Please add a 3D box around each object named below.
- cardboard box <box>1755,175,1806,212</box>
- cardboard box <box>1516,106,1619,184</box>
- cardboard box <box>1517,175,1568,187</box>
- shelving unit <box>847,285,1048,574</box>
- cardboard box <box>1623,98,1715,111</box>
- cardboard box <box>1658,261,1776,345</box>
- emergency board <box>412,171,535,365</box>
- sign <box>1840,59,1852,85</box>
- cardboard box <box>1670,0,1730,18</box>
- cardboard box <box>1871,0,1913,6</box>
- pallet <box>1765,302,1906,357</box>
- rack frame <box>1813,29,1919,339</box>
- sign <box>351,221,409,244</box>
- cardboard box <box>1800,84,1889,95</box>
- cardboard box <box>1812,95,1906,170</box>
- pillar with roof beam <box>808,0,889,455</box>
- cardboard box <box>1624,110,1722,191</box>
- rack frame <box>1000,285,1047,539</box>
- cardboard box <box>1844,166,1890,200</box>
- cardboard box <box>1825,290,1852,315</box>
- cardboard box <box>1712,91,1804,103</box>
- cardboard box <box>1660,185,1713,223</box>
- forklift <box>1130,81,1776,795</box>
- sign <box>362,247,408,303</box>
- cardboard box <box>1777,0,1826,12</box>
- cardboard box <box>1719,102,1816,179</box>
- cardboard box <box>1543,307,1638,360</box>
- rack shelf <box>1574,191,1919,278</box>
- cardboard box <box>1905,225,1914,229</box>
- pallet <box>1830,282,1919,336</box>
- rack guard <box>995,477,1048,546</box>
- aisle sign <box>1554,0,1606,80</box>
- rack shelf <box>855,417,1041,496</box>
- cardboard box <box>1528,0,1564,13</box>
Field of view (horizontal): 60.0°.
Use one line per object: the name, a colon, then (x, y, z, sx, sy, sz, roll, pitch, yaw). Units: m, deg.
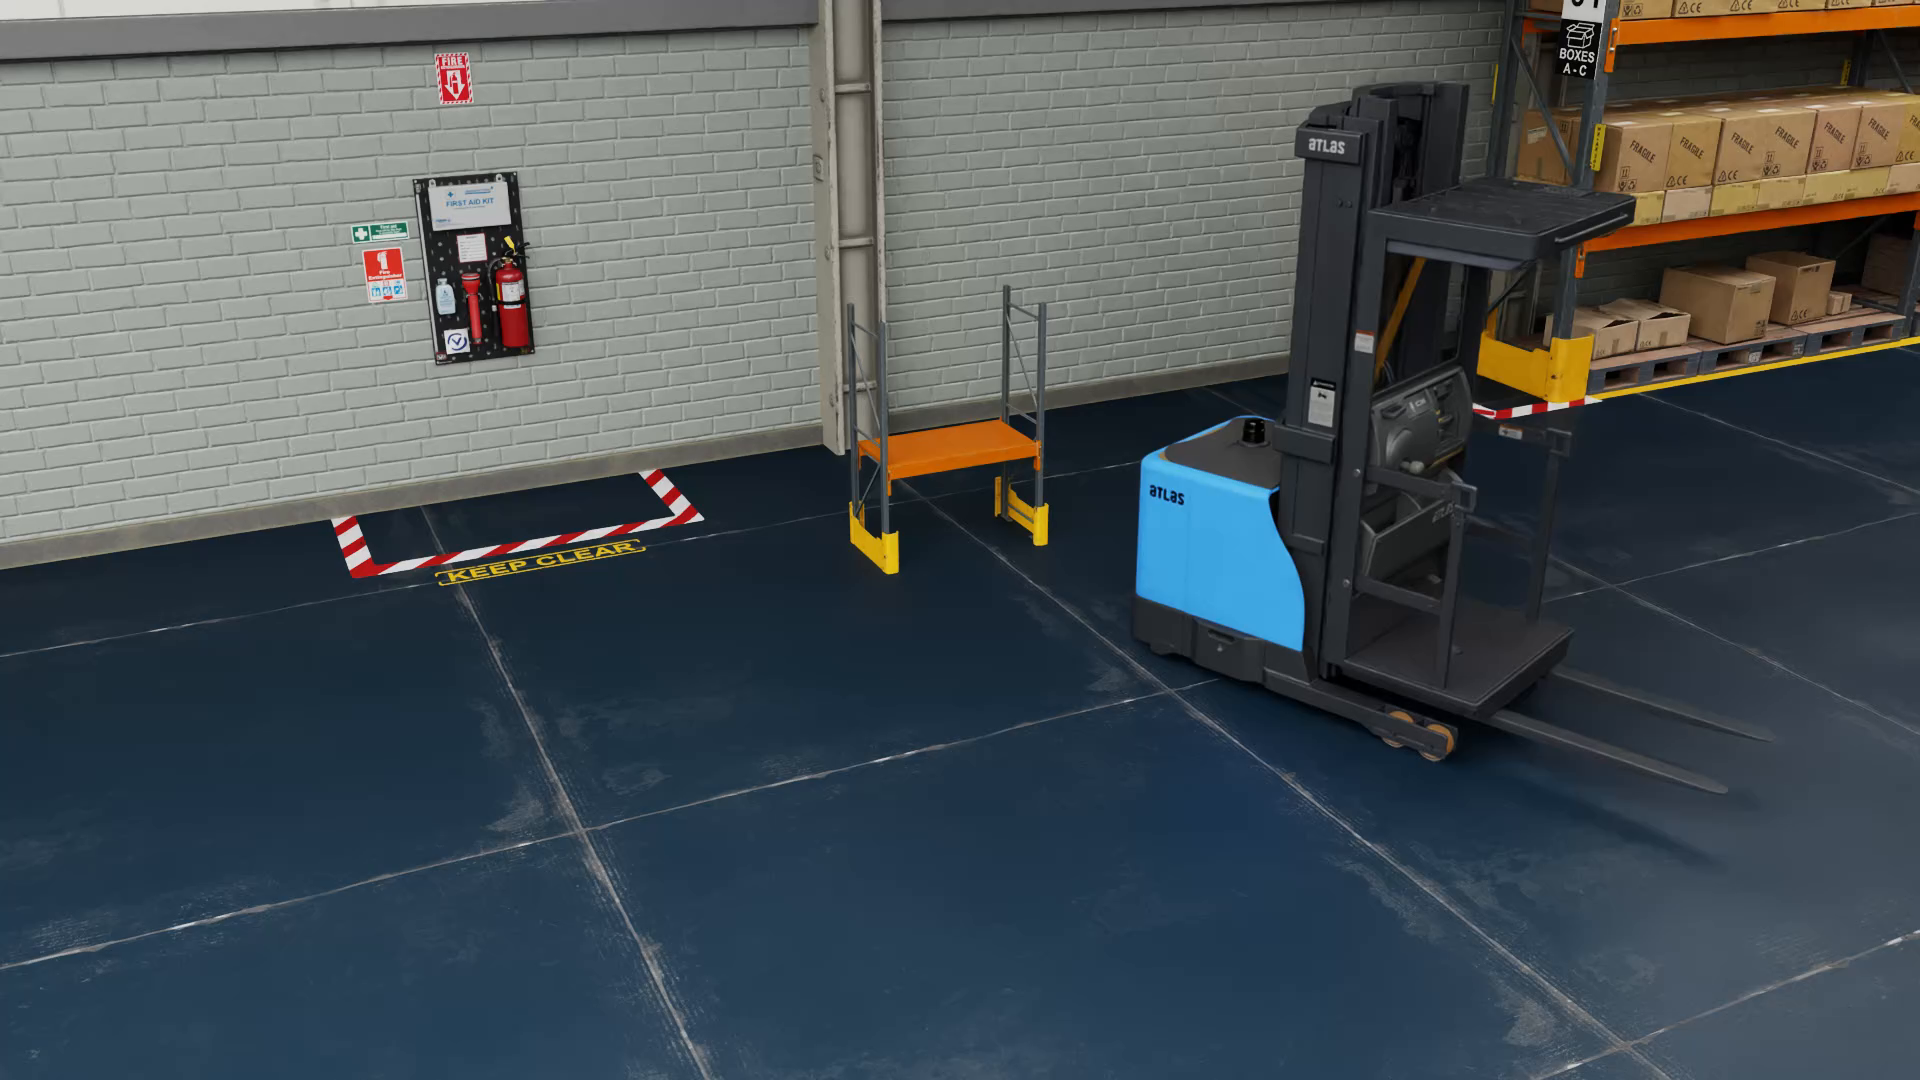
cardboard box: (6.360, -2.815, 13.299, 0.500, 0.250, 0.500, -10, 25, -23)
cardboard box: (4.736, -3.085, 12.970, 0.500, 0.500, 0.500, -11, 25, -24)
cardboard box: (4.740, -2.731, 13.097, 0.500, 0.250, 0.500, -10, 25, -23)
shelving unit: (-0.069, -0.680, 9.933, 1.083, 1.500, 0.587, -10, 25, -24)
cardboard box: (5.658, -3.252, 13.375, 0.500, 0.500, 0.500, -11, 25, -25)
cardboard box: (6.262, -1.978, 13.800, 0.500, 0.500, 0.700, -12, 25, -27)
emergency board: (-2.991, -1.669, 10.361, 0.643, 1.169, 0.194, -10, 25, -24)
sign: (7.764, -4.036, 14.565, 0.005, 0.325, 0.100, -10, 25, -24)
cardboard box: (5.312, -4.135, 12.238, 0.500, 0.500, 0.500, -9, 24, -20)
cardboard box: (7.198, -4.504, 13.129, 0.500, 0.500, 0.500, -13, 26, -28)
pallet: (7.418, -1.899, 14.561, 1.213, 0.211, 1.003, -10, 25, -24)
rack frame: (8.008, -3.311, 14.326, 0.127, 3.000, 1.000, -10, 25, -24)
sign: (-3.526, -1.872, 10.111, 0.331, 0.109, 0.001, -10, 25, -24)
cardboard box: (7.493, -3.591, 14.193, 0.500, 0.500, 0.500, -11, 25, -25)
cardboard box: (7.268, -3.327, 13.556, 0.500, 0.500, 0.500, -11, 25, -24)
pillar with roof beam: (1.120, -3.354, 6.588, 0.400, 9.000, 9.100, -10, 25, -24)
cardboard box: (5.413, -2.988, 12.735, 0.500, 0.500, 0.500, -10, 25, -23)
rack frame: (0.381, -0.763, 10.133, 0.032, 1.500, 0.500, -10, 25, -24)
cardboard box: (7.260, -2.988, 13.716, 0.500, 0.250, 0.500, -10, 25, -23)
cardboard box: (7.538, -2.106, 14.544, 0.250, 0.166, 0.380, -14, 26, -30)
cardboard box: (6.574, -3.426, 13.794, 0.500, 0.500, 0.500, -10, 24, -22)
cardboard box: (5.442, -2.650, 12.899, 0.500, 0.250, 0.500, -11, 25, -25)
forklift: (2.342, -0.550, 7.747, 3.031, 2.935, 1.130, 19, 29, 38)
sign: (-3.534, -1.630, 10.218, 0.234, 0.329, 0.001, -10, 25, -24)
cardboard box: (6.252, -4.318, 12.682, 0.500, 0.500, 0.500, -9, 24, -20)
cardboard box: (6.342, -3.161, 13.154, 0.500, 0.500, 0.500, -10, 24, -22)
cardboard box: (5.066, -1.692, 13.356, 0.500, 0.311, 0.500, -14, 26, -30)
rack shelf: (6.205, -2.647, 13.662, 4.000, 0.370, 1.077, -10, 25, -24)
cardboard box: (9.107, -2.590, 15.278, 0.500, 0.500, 0.700, -11, 25, -25)
pallet: (8.708, -2.152, 15.173, 1.213, 0.211, 1.003, -10, 25, -24)
rack guard: (0.380, -0.185, 10.371, 0.087, 0.250, 0.587, -10, 25, -24)
aisle sign: (4.469, -3.733, 11.947, 0.004, 0.787, 0.394, -10, 25, -24)
rack shelf: (-0.077, -0.513, 9.998, 1.000, 0.185, 0.538, -10, 25, -24)
cardboard box: (4.669, -4.245, 12.505, 0.500, 0.500, 0.500, -9, 24, -20)
